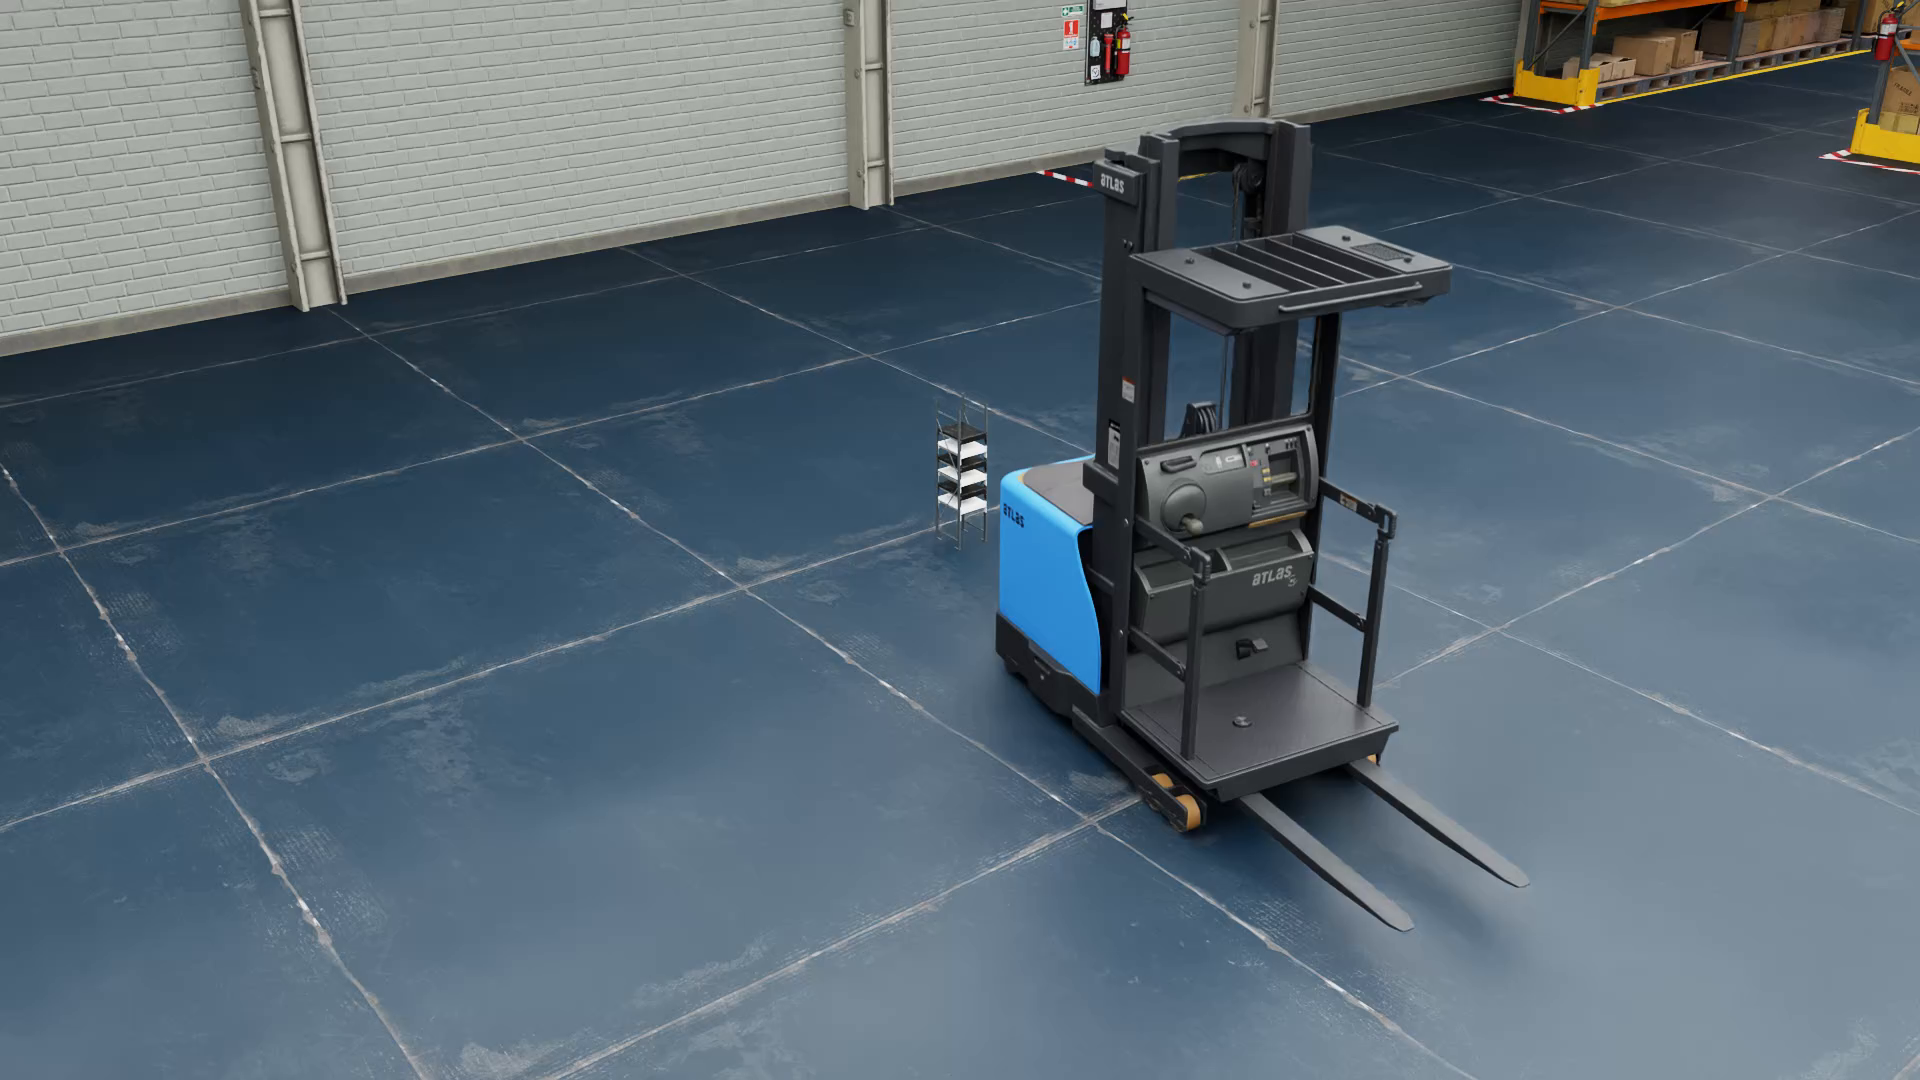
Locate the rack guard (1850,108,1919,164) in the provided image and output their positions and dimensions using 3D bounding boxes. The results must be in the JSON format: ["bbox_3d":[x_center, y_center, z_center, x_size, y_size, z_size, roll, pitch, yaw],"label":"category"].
[{"bbox_3d":[11.499,-4.887,20.187,0.348,0.500,1.175,-18,31,-34],"label":"rack guard"}]

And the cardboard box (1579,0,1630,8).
[{"bbox_3d":[9.039,-7.630,23.282,0.500,0.250,0.500,-19,31,-35],"label":"cardboard box"}]

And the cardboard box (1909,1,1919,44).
[{"bbox_3d":[11.894,-6.190,19.905,0.500,0.500,0.700,-18,31,-34],"label":"cardboard box"}]

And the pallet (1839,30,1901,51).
[{"bbox_3d":[15.421,-8.661,28.660,1.213,0.211,1.003,-18,31,-34],"label":"pallet"}]

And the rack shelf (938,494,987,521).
[{"bbox_3d":[0.006,-0.217,10.155,0.200,0.077,0.258,-18,31,-34],"label":"rack shelf"}]

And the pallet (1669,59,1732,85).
[{"bbox_3d":[11.100,-7.256,25.633,1.213,0.211,1.003,-18,31,-34],"label":"pallet"}]

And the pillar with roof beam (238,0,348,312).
[{"bbox_3d":[-3.032,-4.755,9.807,0.400,9.000,9.100,-18,31,-34],"label":"pillar with roof beam"}]

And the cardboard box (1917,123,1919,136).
[{"bbox_3d":[12.078,-5.036,20.306,0.500,0.250,0.500,-18,31,-34],"label":"cardboard box"}]

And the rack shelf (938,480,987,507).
[{"bbox_3d":[0.006,-0.298,10.117,0.200,0.077,0.258,-18,31,-34],"label":"rack shelf"}]

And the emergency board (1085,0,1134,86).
[{"bbox_3d":[1.786,-5.948,19.503,0.643,1.169,0.194,-18,31,-34],"label":"emergency board"}]

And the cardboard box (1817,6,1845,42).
[{"bbox_3d":[14.220,-8.607,27.679,0.500,0.500,0.700,-18,30,-33],"label":"cardboard box"}]

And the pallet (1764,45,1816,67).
[{"bbox_3d":[13.179,-7.963,27.157,1.213,0.211,1.003,-18,31,-34],"label":"pallet"}]

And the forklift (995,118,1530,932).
[{"bbox_3d":[1.316,-0.239,7.283,1.130,2.935,3.031,-12,28,-25],"label":"forklift"}]

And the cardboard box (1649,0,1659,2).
[{"bbox_3d":[9.843,-7.900,23.864,0.500,0.250,0.500,-19,31,-35],"label":"cardboard box"}]

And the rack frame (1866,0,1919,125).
[{"bbox_3d":[11.518,-6.027,19.674,0.127,3.000,1.000,-18,31,-34],"label":"rack frame"}]

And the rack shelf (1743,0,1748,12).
[{"bbox_3d":[13.180,-8.900,26.718,4.000,0.370,1.077,-18,31,-34],"label":"rack shelf"}]

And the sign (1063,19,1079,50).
[{"bbox_3d":[1.287,-5.855,19.260,0.234,0.329,0.001,-18,31,-34],"label":"sign"}]

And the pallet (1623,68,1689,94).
[{"bbox_3d":[10.139,-6.937,24.946,1.213,0.211,1.003,-18,31,-34],"label":"pallet"}]

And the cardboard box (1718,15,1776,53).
[{"bbox_3d":[12.551,-8.120,26.629,0.500,0.500,0.700,-19,31,-35],"label":"cardboard box"}]

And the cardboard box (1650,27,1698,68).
[{"bbox_3d":[10.814,-7.489,25.271,0.500,0.500,0.500,-21,32,-38],"label":"cardboard box"}]

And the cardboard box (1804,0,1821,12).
[{"bbox_3d":[13.732,-8.820,27.247,0.500,0.250,0.500,-18,30,-33],"label":"cardboard box"}]

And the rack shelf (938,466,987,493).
[{"bbox_3d":[0.006,-0.380,10.079,0.200,0.077,0.258,-18,31,-34],"label":"rack shelf"}]

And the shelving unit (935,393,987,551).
[{"bbox_3d":[0.006,-0.410,10.065,0.210,0.900,0.258,-18,31,-34],"label":"shelving unit"}]

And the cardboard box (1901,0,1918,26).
[{"bbox_3d":[16.107,-9.334,28.854,0.750,0.750,0.750,-18,31,-34],"label":"cardboard box"}]

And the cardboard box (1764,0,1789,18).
[{"bbox_3d":[12.927,-8.561,26.689,0.500,0.250,0.500,-19,31,-35],"label":"cardboard box"}]

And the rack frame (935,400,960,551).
[{"bbox_3d":[-0.074,-0.384,10.008,0.006,0.900,0.240,-18,31,-34],"label":"rack frame"}]

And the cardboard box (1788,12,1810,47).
[{"bbox_3d":[13.369,-8.373,27.175,0.500,0.500,0.700,-18,31,-34],"label":"cardboard box"}]

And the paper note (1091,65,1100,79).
[{"bbox_3d":[1.604,-5.525,19.639,0.142,0.148,0.016,-18,31,-34],"label":"paper note"}]

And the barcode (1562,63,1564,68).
[{"bbox_3d":[8.826,-6.939,24.298,0.075,0.075,0.001,-18,31,-34],"label":"barcode"}]

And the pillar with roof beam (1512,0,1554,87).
[{"bbox_3d":[11.132,-9.431,19.881,0.400,9.000,9.100,-18,31,-34],"label":"pillar with roof beam"}]

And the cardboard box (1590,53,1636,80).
[{"bbox_3d":[9.507,-6.945,24.324,0.500,0.311,0.500,-15,29,-30],"label":"cardboard box"}]

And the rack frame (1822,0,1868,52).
[{"bbox_3d":[14.754,-9.746,27.686,0.127,3.000,1.000,-18,31,-34],"label":"rack frame"}]
